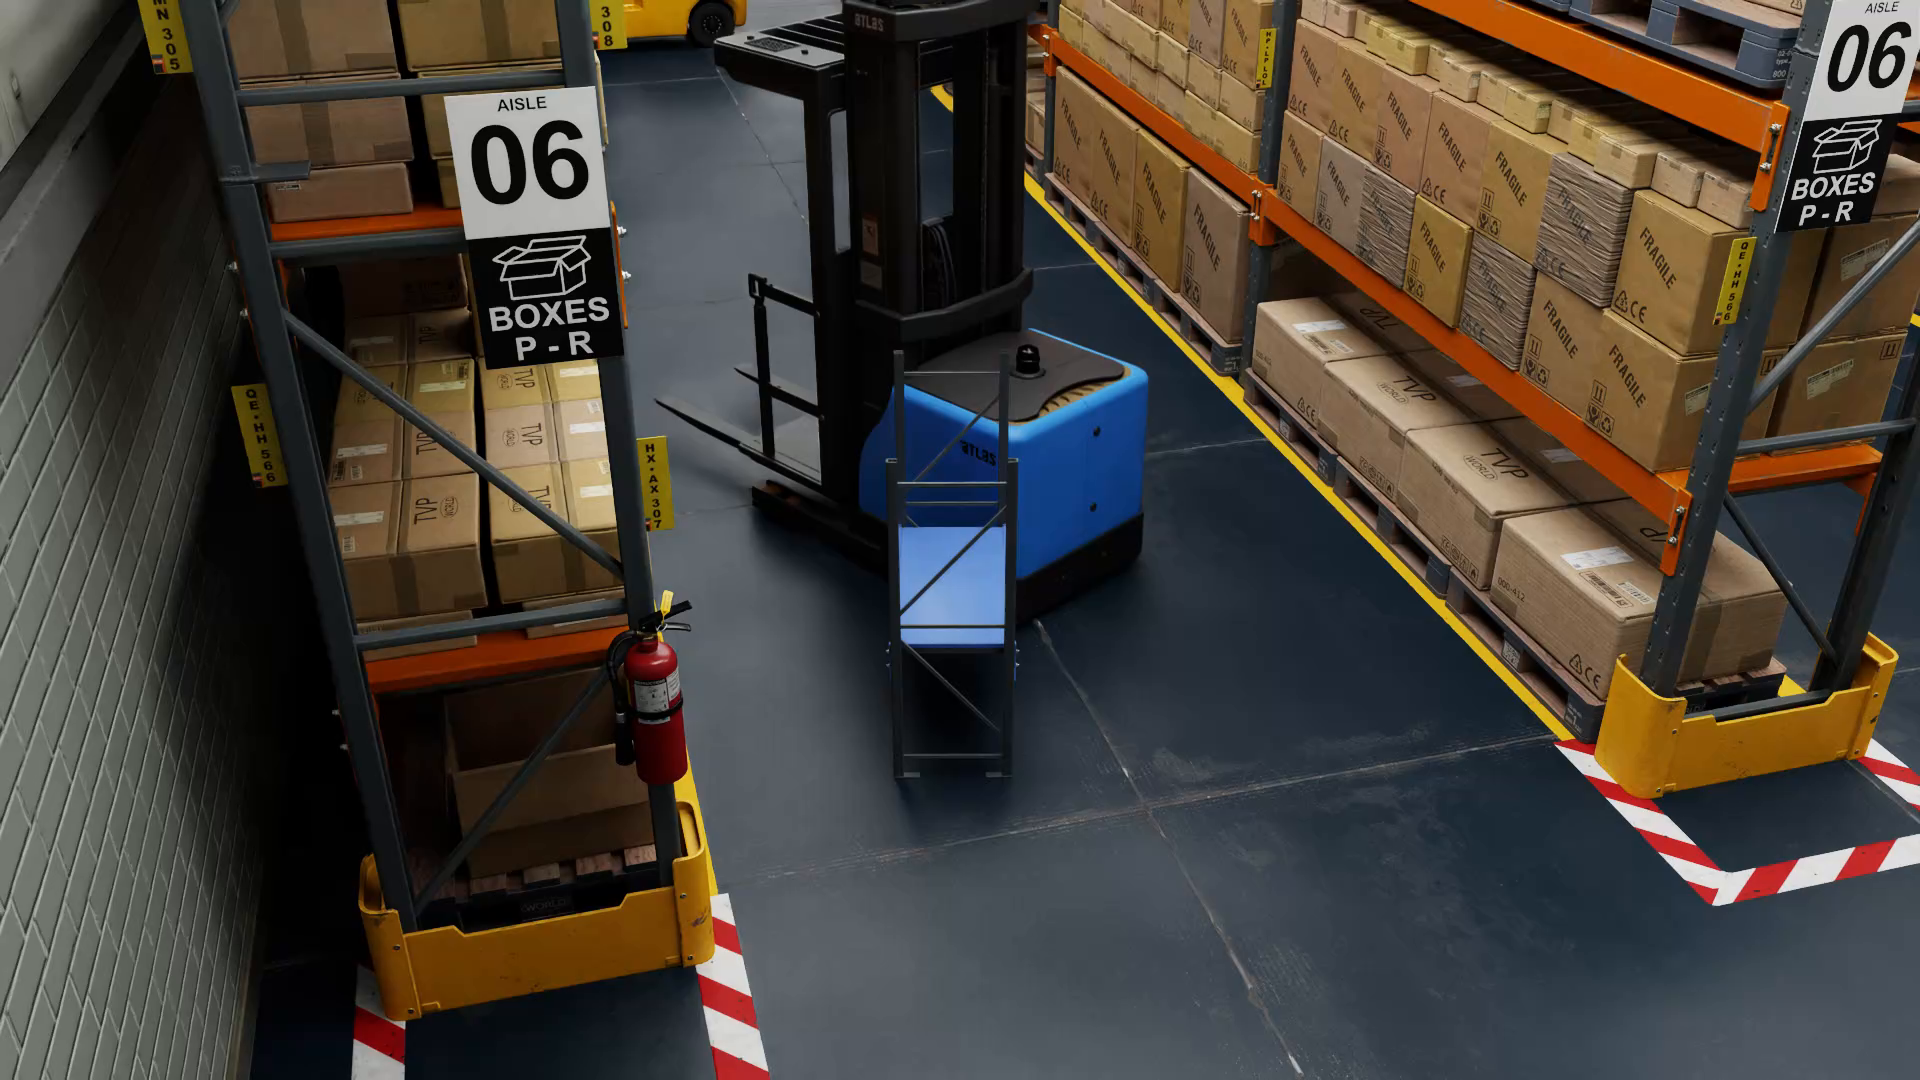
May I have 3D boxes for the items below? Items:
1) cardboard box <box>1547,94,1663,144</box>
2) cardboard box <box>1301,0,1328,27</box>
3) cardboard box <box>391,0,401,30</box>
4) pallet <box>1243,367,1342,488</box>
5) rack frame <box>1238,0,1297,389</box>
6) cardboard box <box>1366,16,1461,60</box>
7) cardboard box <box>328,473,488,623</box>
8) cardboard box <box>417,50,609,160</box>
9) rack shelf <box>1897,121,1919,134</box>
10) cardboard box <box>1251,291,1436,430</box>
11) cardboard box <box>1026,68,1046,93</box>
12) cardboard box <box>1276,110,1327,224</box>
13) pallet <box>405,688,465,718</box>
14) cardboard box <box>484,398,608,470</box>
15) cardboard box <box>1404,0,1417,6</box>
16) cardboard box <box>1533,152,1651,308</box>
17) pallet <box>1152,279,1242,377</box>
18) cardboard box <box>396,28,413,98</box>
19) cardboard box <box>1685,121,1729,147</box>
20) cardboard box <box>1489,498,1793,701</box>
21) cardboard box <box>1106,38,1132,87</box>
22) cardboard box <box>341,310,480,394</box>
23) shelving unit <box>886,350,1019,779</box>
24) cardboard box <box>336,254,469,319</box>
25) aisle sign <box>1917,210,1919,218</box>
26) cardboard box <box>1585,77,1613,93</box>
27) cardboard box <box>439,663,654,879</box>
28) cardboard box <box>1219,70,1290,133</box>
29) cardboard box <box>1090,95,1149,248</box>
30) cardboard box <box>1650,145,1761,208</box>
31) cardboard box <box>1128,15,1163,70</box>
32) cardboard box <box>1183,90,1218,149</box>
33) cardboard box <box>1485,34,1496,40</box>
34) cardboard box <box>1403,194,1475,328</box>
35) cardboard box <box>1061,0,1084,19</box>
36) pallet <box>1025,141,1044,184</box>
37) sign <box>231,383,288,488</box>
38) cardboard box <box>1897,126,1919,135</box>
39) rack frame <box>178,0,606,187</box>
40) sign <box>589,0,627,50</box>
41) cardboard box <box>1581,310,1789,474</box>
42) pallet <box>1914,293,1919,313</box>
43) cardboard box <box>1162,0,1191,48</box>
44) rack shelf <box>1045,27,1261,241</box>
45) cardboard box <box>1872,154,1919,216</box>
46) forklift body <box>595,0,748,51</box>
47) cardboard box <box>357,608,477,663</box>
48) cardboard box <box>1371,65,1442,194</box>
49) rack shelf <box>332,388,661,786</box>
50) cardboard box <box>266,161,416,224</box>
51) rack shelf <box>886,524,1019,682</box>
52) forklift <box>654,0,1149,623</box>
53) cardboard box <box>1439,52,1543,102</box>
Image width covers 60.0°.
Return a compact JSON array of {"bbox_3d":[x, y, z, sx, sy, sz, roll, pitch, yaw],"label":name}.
[{"bbox_3d":[2.751,-1.787,7.098,0.380,0.149,0.250,-8,31,-14],"label":"cardboard box"},{"bbox_3d":[2.080,-2.890,9.002,0.380,0.149,0.250,-8,31,-14],"label":"cardboard box"},{"bbox_3d":[-2.001,-1.733,5.110,0.500,0.250,0.500,-9,31,-15],"label":"cardboard box"},{"bbox_3d":[2.372,-0.735,9.810,1.003,0.211,1.213,-8,31,-13],"label":"pallet"},{"bbox_3d":[2.246,-2.320,9.764,1.000,3.000,0.127,-8,31,-13],"label":"rack frame"},{"bbox_3d":[2.278,-2.522,8.367,0.380,0.149,0.250,-8,31,-14],"label":"cardboard box"},{"bbox_3d":[-1.855,0.023,5.568,0.500,0.250,0.500,-7,31,-12],"label":"cardboard box"},{"bbox_3d":[-1.331,-1.339,4.927,0.500,0.250,0.500,-8,31,-14],"label":"cardboard box"},{"bbox_3d":[6.461,-3.681,12.834,1.077,0.370,4.000,-8,31,-13],"label":"rack shelf"},{"bbox_3d":[2.309,-1.075,9.752,0.875,0.438,0.875,-8,31,-14],"label":"cardboard box"},{"bbox_3d":[0.840,-3.926,14.742,0.950,0.372,0.625,-8,31,-14],"label":"cardboard box"},{"bbox_3d":[2.118,-2.102,9.287,0.500,0.500,0.500,-7,31,-12],"label":"cardboard box"},{"bbox_3d":[-2.030,0.471,7.726,1.003,0.211,1.213,-8,31,-13],"label":"pallet"},{"bbox_3d":[-1.472,-0.288,6.107,0.500,0.250,0.500,-8,31,-13],"label":"cardboard box"},{"bbox_3d":[2.600,-2.828,8.897,0.380,0.149,0.250,-7,31,-12],"label":"cardboard box"},{"bbox_3d":[2.783,-1.314,6.927,0.500,0.500,0.500,-8,31,-13],"label":"cardboard box"},{"bbox_3d":[1.969,-1.476,11.089,1.003,0.211,1.213,-8,31,-13],"label":"pallet"},{"bbox_3d":[-2.005,-1.513,5.227,0.500,0.250,0.500,-8,31,-13],"label":"cardboard box"},{"bbox_3d":[3.297,-1.736,7.009,0.380,0.149,0.250,-9,31,-15],"label":"cardboard box"},{"bbox_3d":[3.036,0.234,7.490,0.875,0.438,0.875,-9,31,-15],"label":"cardboard box"},{"bbox_3d":[1.359,-3.417,11.809,0.500,0.250,0.500,-7,31,-12],"label":"cardboard box"},{"bbox_3d":[-2.256,-0.718,6.850,0.500,0.250,0.500,-8,31,-13],"label":"cardboard box"},{"bbox_3d":[-0.033,0.094,7.091,0.538,1.500,1.048,0,30,0],"label":"shelving unit"},{"bbox_3d":[-2.400,-1.292,7.092,0.500,0.500,0.500,-9,31,-15],"label":"cardboard box"},{"bbox_3d":[3.606,-1.517,5.781,0.394,0.787,0.004,-8,31,-13],"label":"aisle sign"},{"bbox_3d":[3.109,-2.108,7.651,0.380,0.149,0.250,-9,31,-14],"label":"cardboard box"},{"bbox_3d":[-1.548,0.865,6.335,0.797,0.503,0.637,-9,31,-15],"label":"cardboard box"},{"bbox_3d":[1.895,-2.652,9.988,0.500,0.250,0.500,-8,31,-13],"label":"cardboard box"},{"bbox_3d":[1.520,-2.738,12.188,0.875,0.875,0.875,-7,31,-13],"label":"cardboard box"},{"bbox_3d":[2.929,-1.411,6.448,0.380,0.149,0.250,-7,31,-12],"label":"cardboard box"},{"bbox_3d":[1.459,-3.387,11.258,0.500,0.250,0.500,-7,31,-12],"label":"cardboard box"},{"bbox_3d":[1.750,-2.684,10.543,0.500,0.250,0.500,-8,31,-14],"label":"cardboard box"},{"bbox_3d":[2.842,-2.471,8.279,0.380,0.149,0.250,-8,31,-14],"label":"cardboard box"},{"bbox_3d":[2.510,-1.368,8.020,0.500,0.500,0.500,-7,31,-12],"label":"cardboard box"},{"bbox_3d":[1.081,-4.126,12.534,0.500,0.250,0.500,-8,31,-14],"label":"cardboard box"},{"bbox_3d":[0.978,-3.422,14.452,1.003,0.211,1.213,-8,31,-13],"label":"pallet"},{"bbox_3d":[-2.017,-0.300,4.802,0.100,0.325,0.005,-8,31,-13],"label":"sign"},{"bbox_3d":[7.050,-2.843,11.995,0.500,0.250,0.500,-9,31,-15],"label":"cardboard box"},{"bbox_3d":[-1.477,-2.323,3.780,1.000,3.000,0.127,-8,31,-13],"label":"rack frame"},{"bbox_3d":[-0.954,-1.475,4.437,0.100,0.325,0.005,-8,31,-13],"label":"sign"},{"bbox_3d":[2.925,-0.629,6.742,0.500,0.500,0.500,-8,31,-13],"label":"cardboard box"},{"bbox_3d":[7.204,-1.500,11.131,1.003,0.211,1.213,-8,31,-13],"label":"pallet"},{"bbox_3d":[1.625,-3.475,10.661,0.500,0.500,0.500,-7,31,-12],"label":"cardboard box"},{"bbox_3d":[1.715,-2.974,11.613,1.077,0.370,4.000,-8,31,-13],"label":"rack shelf"},{"bbox_3d":[3.480,-1.353,6.348,0.380,0.149,0.250,-7,31,-12],"label":"cardboard box"},{"bbox_3d":[-3.462,-6.413,17.683,2.313,2.155,1.214,-8,31,-13],"label":"forklift body"},{"bbox_3d":[-1.824,0.258,5.560,0.380,0.149,0.250,-8,31,-14],"label":"cardboard box"},{"bbox_3d":[2.392,-2.040,8.182,0.500,0.500,0.500,-7,31,-12],"label":"cardboard box"},{"bbox_3d":[-2.008,-0.381,7.132,1.077,0.370,4.000,-8,31,-13],"label":"rack shelf"},{"bbox_3d":[-1.785,-1.039,4.808,0.380,0.149,0.250,-7,31,-12],"label":"cardboard box"},{"bbox_3d":[-0.033,0.249,7.181,0.538,0.185,1.000,0,30,0],"label":"rack shelf"},{"bbox_3d":[-0.478,-1.501,8.417,3.031,2.935,1.130,26,39,37],"label":"forklift"},{"bbox_3d":[2.466,-2.151,7.727,0.380,0.149,0.250,-8,31,-13],"label":"cardboard box"}]
